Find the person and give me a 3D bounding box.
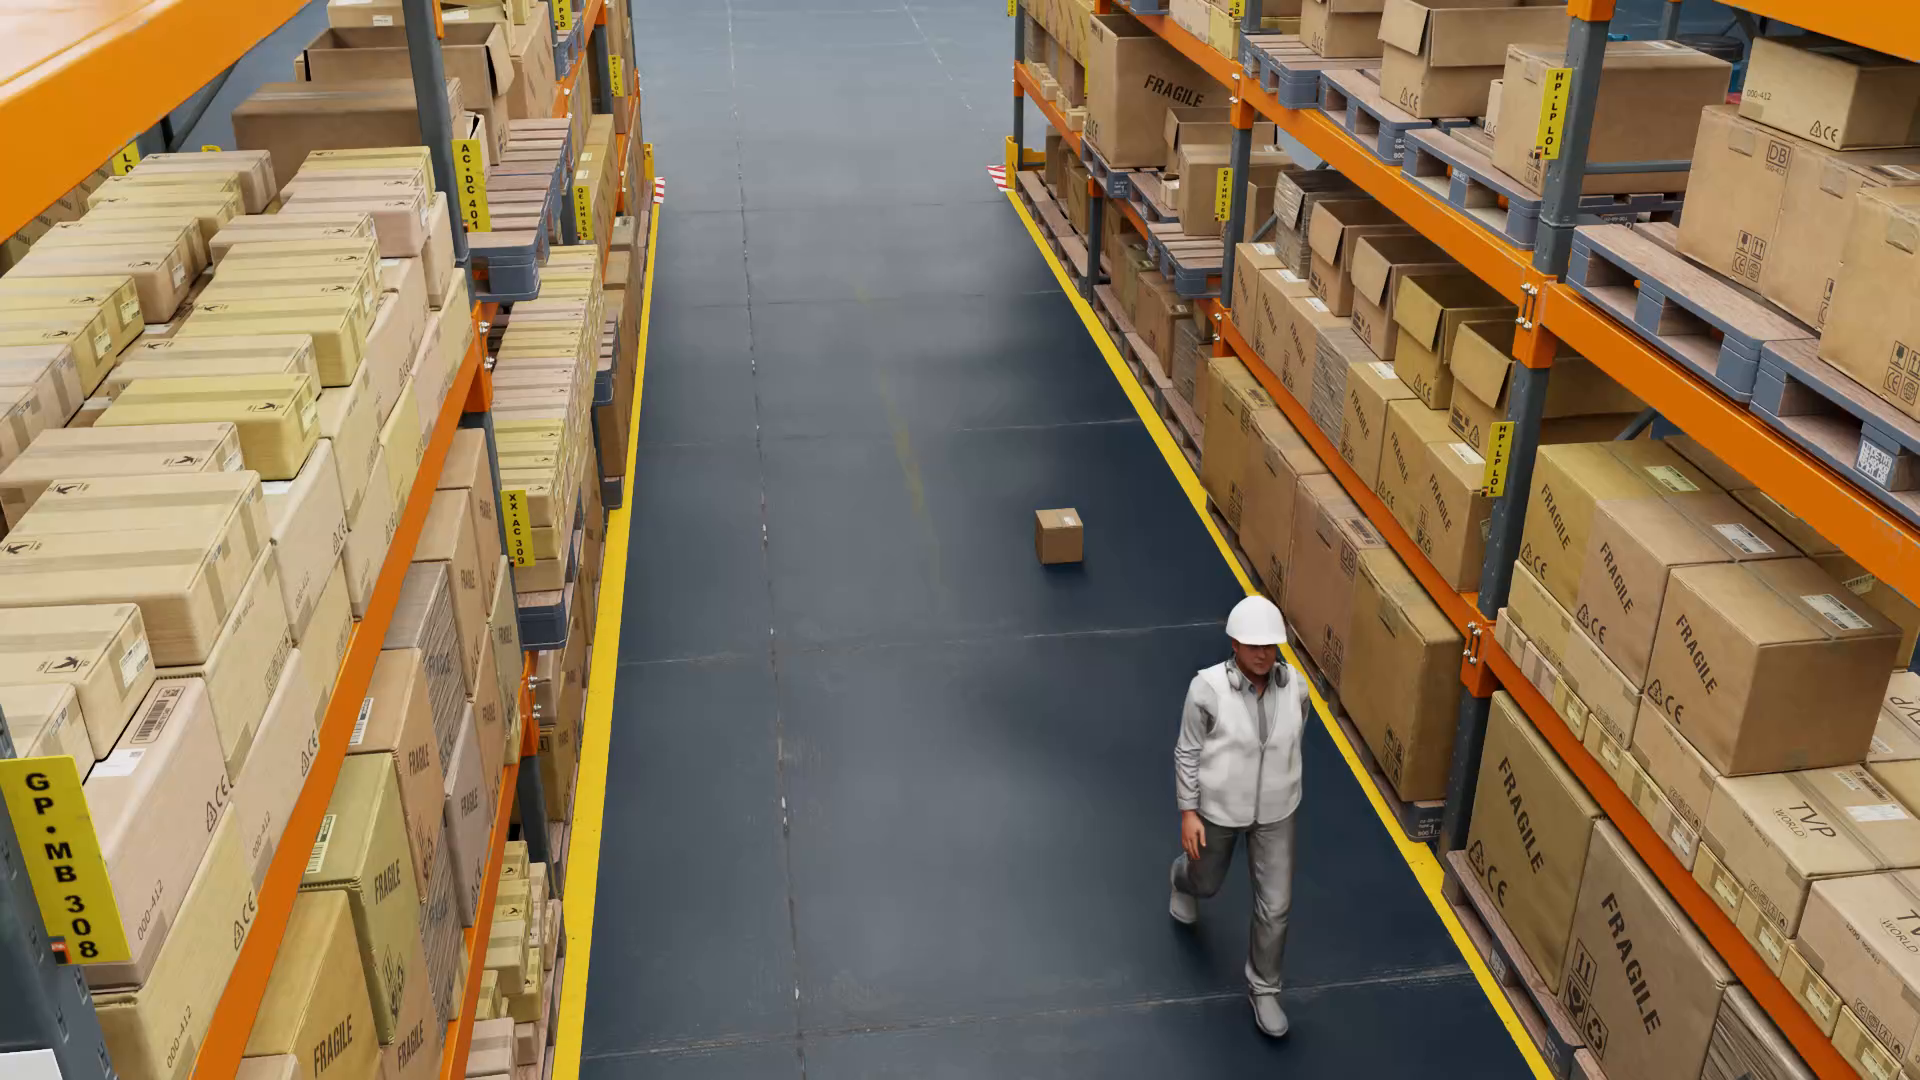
[{"bbox_3d":[1.103,1.022,6.587,0.545,1.739,0.942,-3,27,-6],"label":"person"}]
